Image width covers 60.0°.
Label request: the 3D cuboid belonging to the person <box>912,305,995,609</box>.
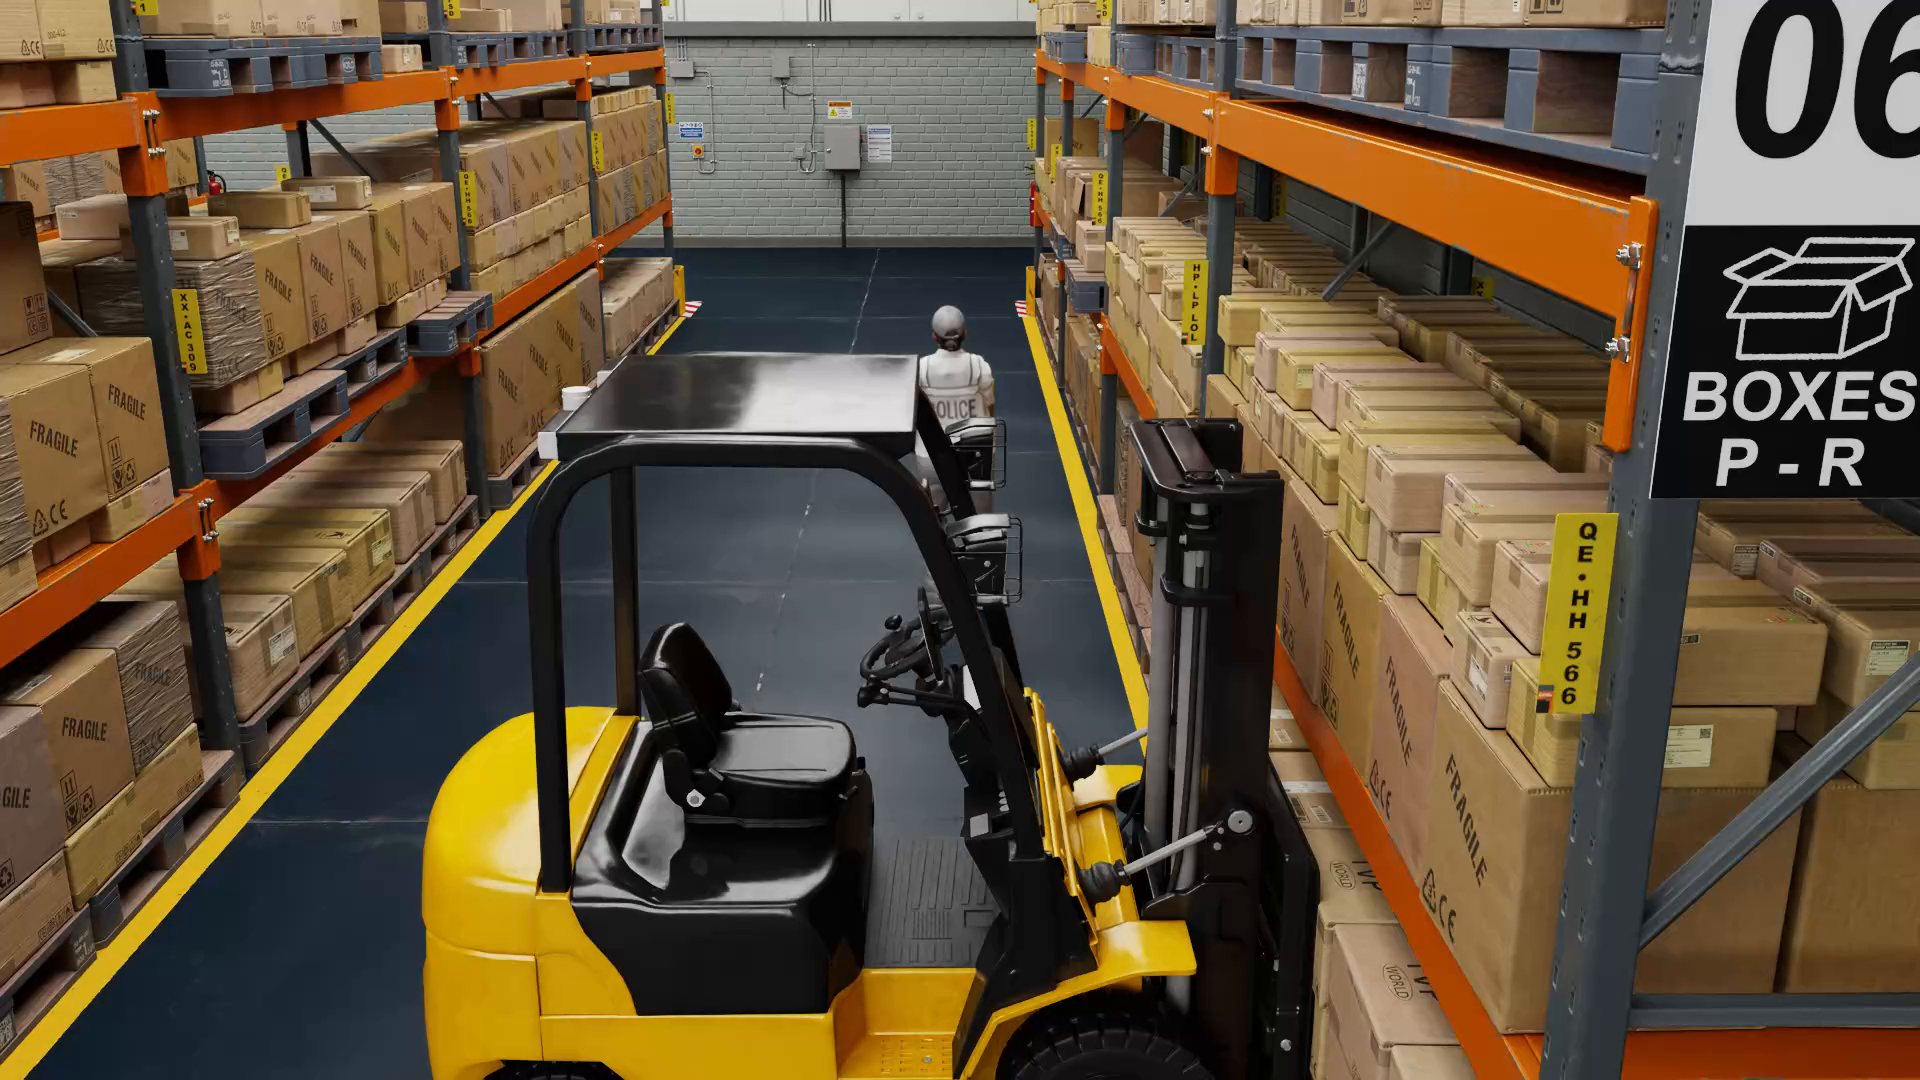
[{"bbox_3d":[-0.024,-0.452,8.987,0.509,1.670,0.497,0,17,0],"label":"person"}]
